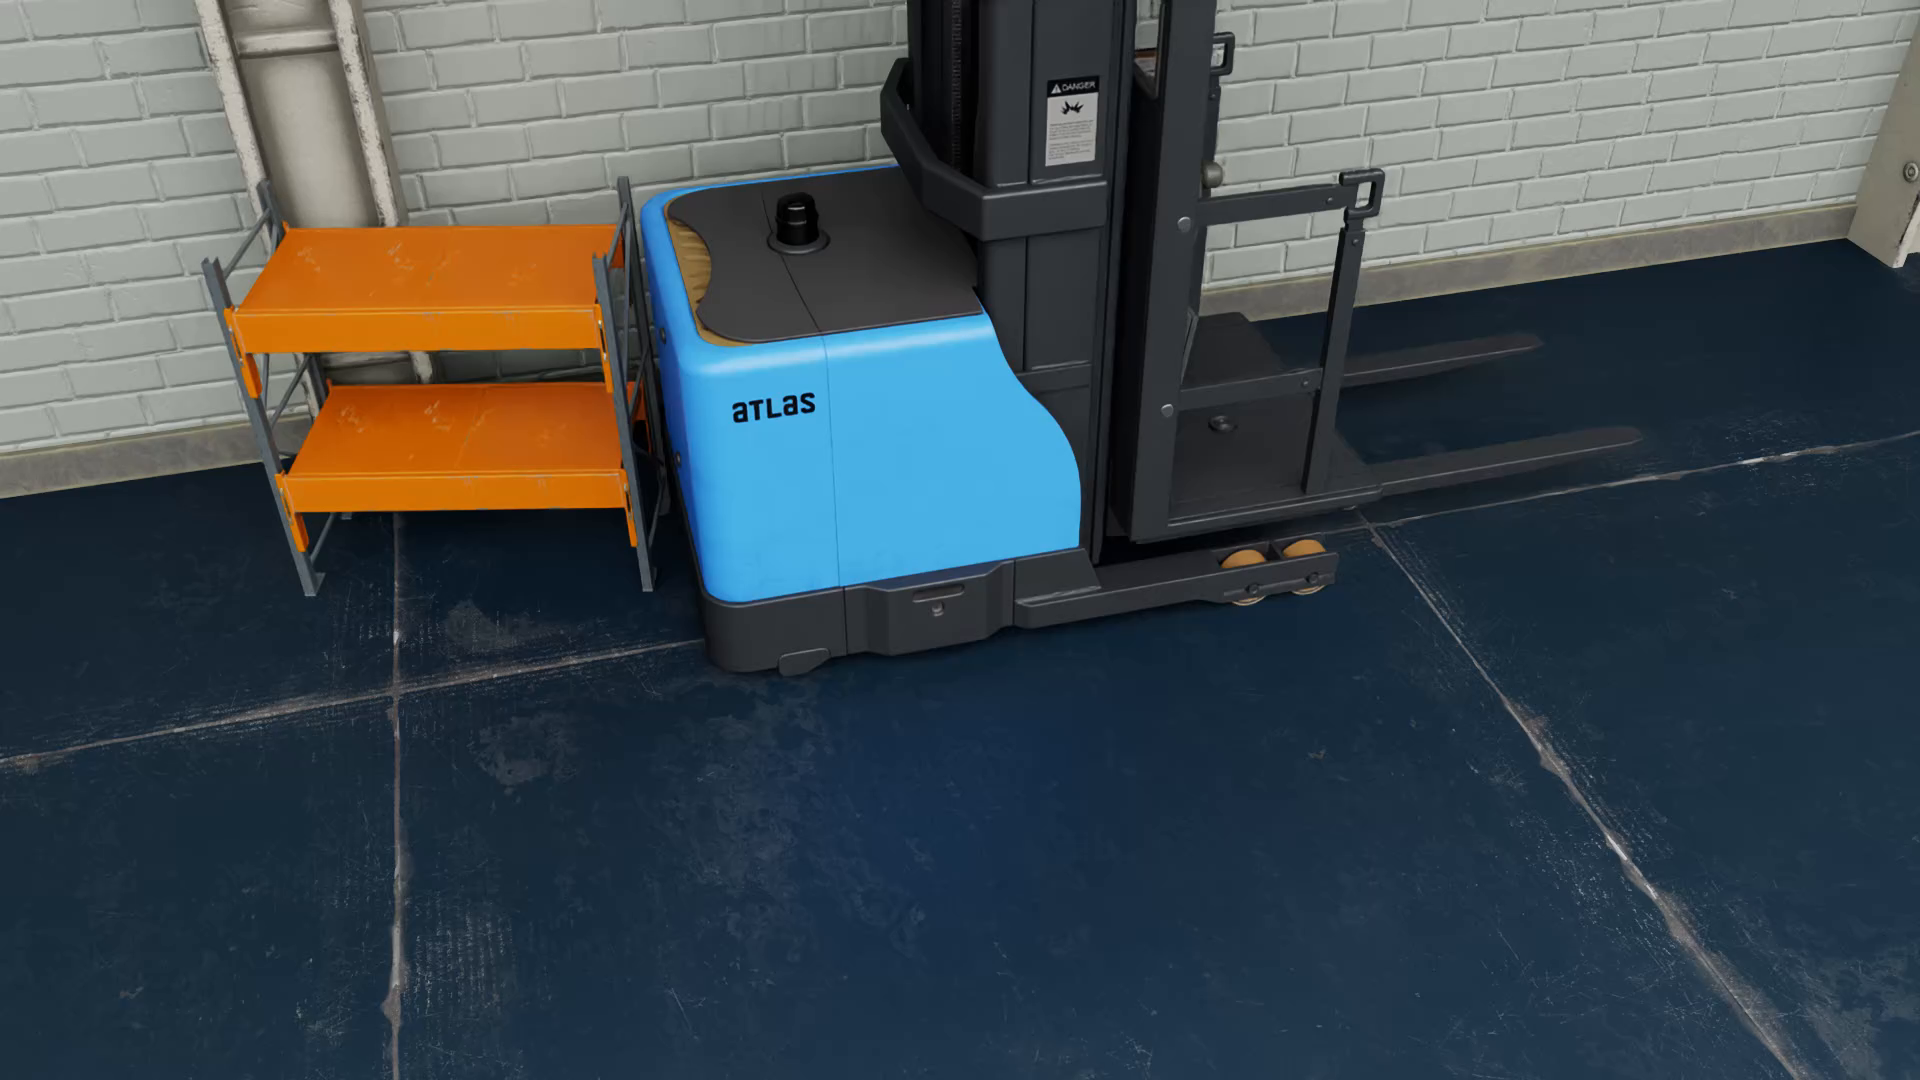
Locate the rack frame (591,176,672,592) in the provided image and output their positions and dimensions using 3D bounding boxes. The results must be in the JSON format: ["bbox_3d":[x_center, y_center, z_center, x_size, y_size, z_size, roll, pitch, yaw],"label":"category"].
[{"bbox_3d":[-0.953,-0.441,4.893,0.032,1.125,0.500,-1,38,-1],"label":"rack frame"}]

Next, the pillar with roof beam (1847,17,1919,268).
[{"bbox_3d":[5.017,-2.263,0.802,0.400,9.000,9.100,-9,38,-12],"label":"pillar with roof beam"}]

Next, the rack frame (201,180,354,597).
[{"bbox_3d":[-1.969,-0.425,4.879,0.032,1.125,0.500,-1,38,-1],"label":"rack frame"}]

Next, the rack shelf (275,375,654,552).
[{"bbox_3d":[-1.460,-0.239,5.035,1.000,0.278,0.538,-1,38,-1],"label":"rack shelf"}]

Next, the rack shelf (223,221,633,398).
[{"bbox_3d":[-1.462,-0.665,4.707,1.000,0.278,0.538,-1,38,-1],"label":"rack shelf"}]

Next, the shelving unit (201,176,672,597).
[{"bbox_3d":[-1.461,-0.433,4.886,1.048,1.125,0.538,-1,38,-1],"label":"shelving unit"}]

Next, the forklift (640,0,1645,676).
[{"bbox_3d":[0.641,-1.269,4.497,3.031,2.935,1.130,-9,38,-12],"label":"forklift"}]
